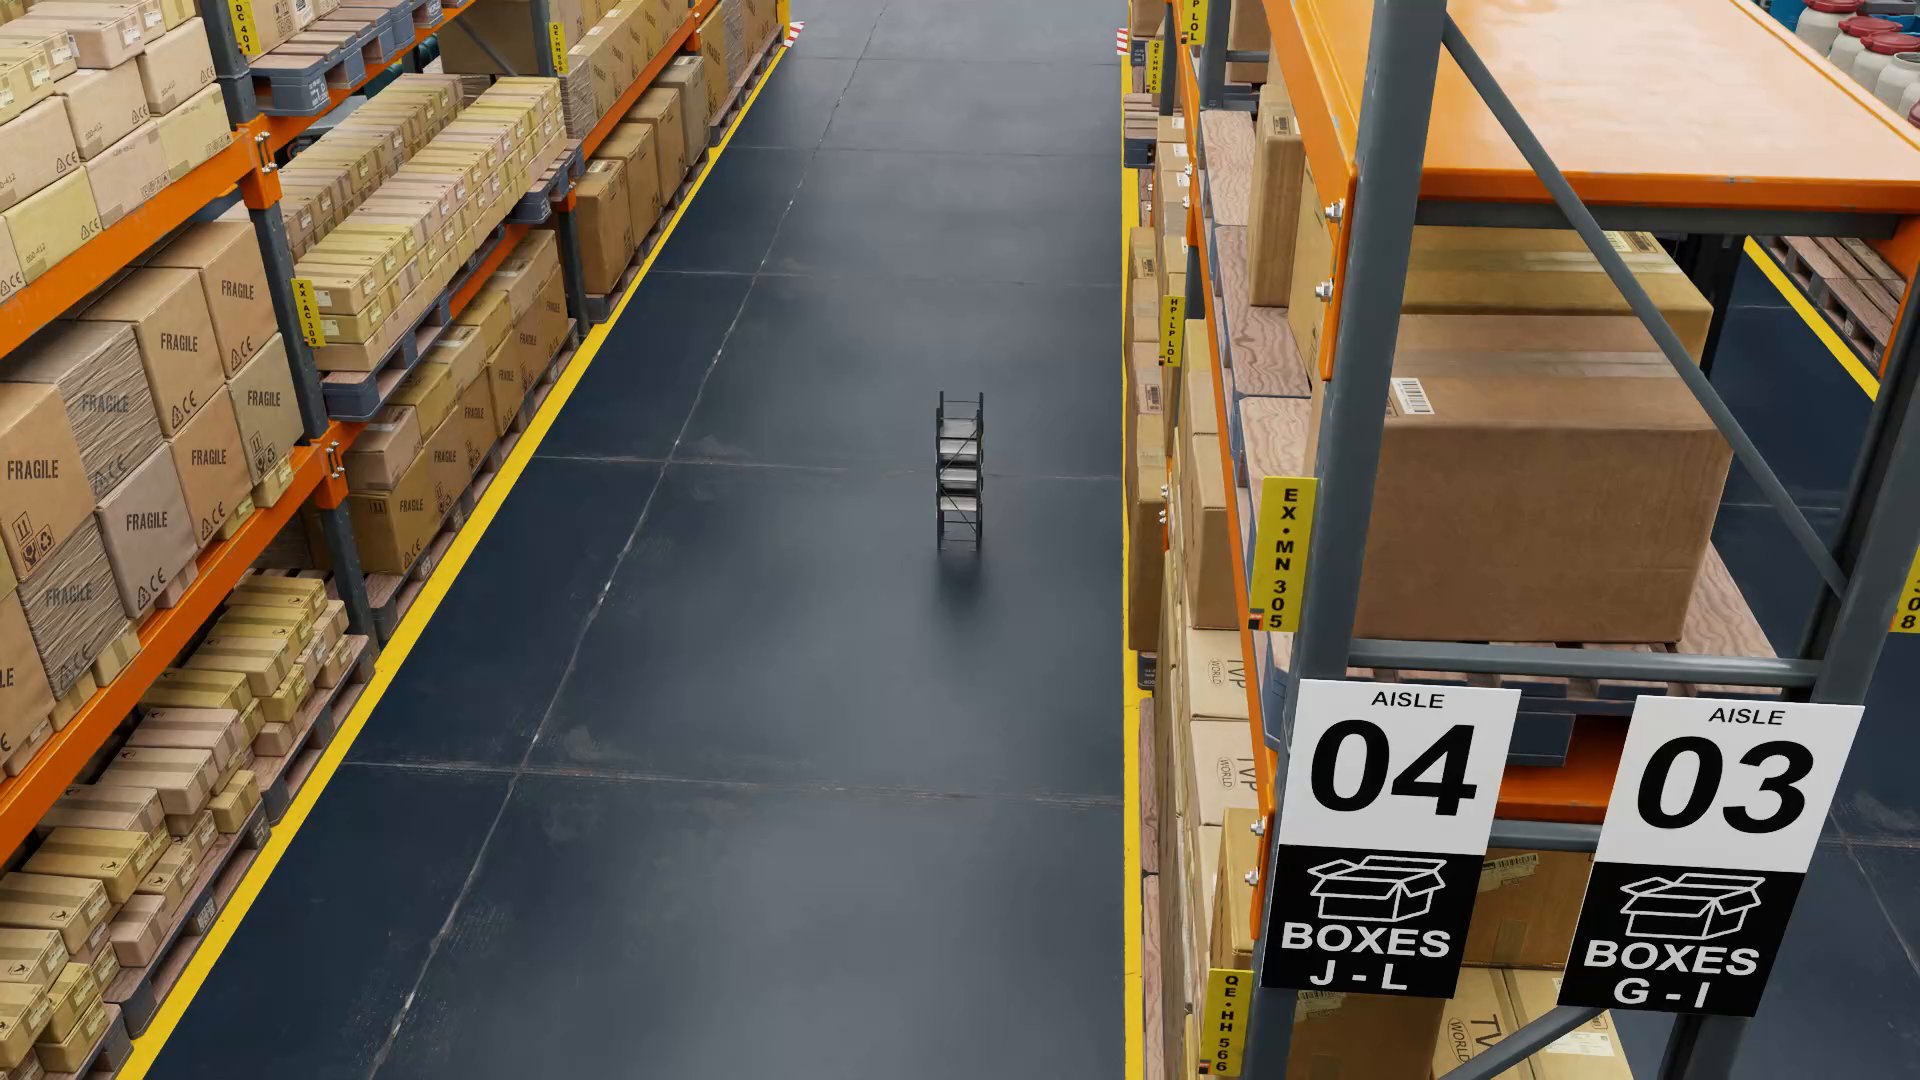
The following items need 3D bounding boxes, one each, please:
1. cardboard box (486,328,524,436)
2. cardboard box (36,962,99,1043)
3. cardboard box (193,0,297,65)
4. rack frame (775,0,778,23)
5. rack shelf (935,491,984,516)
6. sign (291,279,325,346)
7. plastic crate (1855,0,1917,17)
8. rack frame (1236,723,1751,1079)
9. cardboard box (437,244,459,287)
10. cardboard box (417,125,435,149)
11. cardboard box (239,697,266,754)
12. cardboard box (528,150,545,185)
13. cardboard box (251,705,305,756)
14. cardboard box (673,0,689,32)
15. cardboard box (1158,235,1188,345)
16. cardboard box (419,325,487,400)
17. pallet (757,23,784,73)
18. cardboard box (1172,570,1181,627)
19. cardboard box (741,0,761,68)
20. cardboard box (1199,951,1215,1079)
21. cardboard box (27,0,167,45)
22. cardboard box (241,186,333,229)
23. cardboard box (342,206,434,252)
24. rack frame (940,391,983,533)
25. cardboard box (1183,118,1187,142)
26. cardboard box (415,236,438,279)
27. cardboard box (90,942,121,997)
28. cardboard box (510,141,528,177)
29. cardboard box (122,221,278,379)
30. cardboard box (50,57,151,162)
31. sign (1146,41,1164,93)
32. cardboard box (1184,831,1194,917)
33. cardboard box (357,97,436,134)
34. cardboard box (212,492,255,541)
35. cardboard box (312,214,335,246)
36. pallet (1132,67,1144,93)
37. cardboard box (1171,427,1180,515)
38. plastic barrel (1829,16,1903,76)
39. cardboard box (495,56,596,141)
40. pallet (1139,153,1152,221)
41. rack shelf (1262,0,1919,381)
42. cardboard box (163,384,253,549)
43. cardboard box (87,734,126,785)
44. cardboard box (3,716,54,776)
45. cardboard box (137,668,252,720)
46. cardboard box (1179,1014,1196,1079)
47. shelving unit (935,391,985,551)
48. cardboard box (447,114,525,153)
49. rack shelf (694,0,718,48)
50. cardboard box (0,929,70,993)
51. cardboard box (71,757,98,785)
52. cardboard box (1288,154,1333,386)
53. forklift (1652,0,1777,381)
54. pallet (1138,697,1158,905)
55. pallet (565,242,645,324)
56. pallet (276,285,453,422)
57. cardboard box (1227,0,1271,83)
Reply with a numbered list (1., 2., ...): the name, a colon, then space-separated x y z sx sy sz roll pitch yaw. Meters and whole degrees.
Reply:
1. cardboard box: -3.028 -0.979 10.241 0.500 0.500 0.500 1 32 2
2. cardboard box: -3.376 1.659 6.013 0.380 0.149 0.250 3 32 6
3. cardboard box: -3.348 -2.368 7.159 0.700 0.500 0.500 3 32 4
4. rack frame: -2.511 -6.951 17.950 1.000 3.000 0.127 2 32 4
5. rack shelf: -0.001 -0.197 9.399 0.258 0.077 0.200 2 32 4
6. sign: -2.947 -1.026 7.510 0.100 0.325 0.005 2 32 4
7. plastic crate: 7.301 -4.144 13.335 0.402 0.464 0.583 2 32 4
8. rack frame: 1.122 1.680 3.945 1.000 3.000 0.127 2 32 4
9. cardboard box: -2.915 -1.474 8.903 0.380 0.149 0.250 1 32 2
10. cardboard box: -3.440 -2.440 10.187 0.380 0.149 0.250 2 32 2
11. cardboard box: -3.329 0.820 7.374 0.380 0.149 0.250 3 32 4
12. cardboard box: -2.787 -2.298 10.239 0.380 0.149 0.250 3 32 5
13. cardboard box: -3.242 0.852 7.606 0.380 0.149 0.250 1 32 2
14. cardboard box: -2.613 -4.618 14.069 0.500 0.500 0.500 2 32 4
15. cardboard box: 1.296 -1.242 8.592 0.500 0.500 0.500 2 32 3
16. cardboard box: -3.078 -1.030 9.610 0.500 0.250 0.500 4 32 6
17. pallet: -2.498 -5.342 17.998 1.003 0.211 1.213 2 32 4
18. cardboard box: 1.030 0.249 6.507 0.380 0.149 0.250 2 32 3
19. cardboard box: -2.570 -5.408 17.071 0.875 0.875 0.875 2 32 3
20. cardboard box: 0.897 1.353 4.336 0.500 0.250 0.500 2 32 3
21. cardboard box: -3.253 -1.958 6.275 0.380 0.149 0.250 3 32 5
22. cardboard box: -3.561 -1.761 8.800 0.380 0.149 0.250 1 32 2
23. cardboard box: -2.935 -1.598 8.536 0.380 0.149 0.250 2 32 3
24. rack frame: 0.008 -0.432 9.374 0.240 0.900 0.006 2 32 4
25. cardboard box: 1.641 -2.250 9.271 0.797 0.503 0.637 3 32 5
26. cardboard box: -2.937 -1.468 8.608 0.380 0.149 0.250 1 32 2
27. cardboard box: -3.443 1.653 6.306 0.380 0.149 0.250 3 32 4
28. cardboard box: -2.808 -2.280 9.927 0.380 0.149 0.250 3 32 4
29. cardboard box: -3.257 -1.014 6.984 0.500 0.500 0.500 1 32 2
30. cardboard box: -3.326 -1.578 6.040 0.500 0.250 0.500 1 32 2
31. sign: 1.231 -2.981 10.479 0.100 0.325 0.005 2 32 4
32. cardboard box: 0.904 1.053 5.202 0.380 0.149 0.250 2 32 3
33. cardboard box: -3.437 -2.591 10.147 0.380 0.149 0.250 2 32 4
34. cardboard box: -3.272 -0.133 7.127 0.380 0.149 0.250 4 32 6
35. cardboard box: -3.569 -1.638 8.884 0.380 0.149 0.250 1 32 1
36. pallet: 2.215 -4.400 16.469 1.003 0.211 1.213 2 32 4
37. cardboard box: 1.148 -0.240 6.920 0.500 0.250 0.500 2 32 3
38. plastic barrel: 6.679 -3.566 12.329 0.433 0.535 0.433 0 32 0
39. cardboard box: -2.857 -3.034 11.498 0.500 0.500 0.500 3 32 5
40. pallet: 2.037 -3.000 14.198 1.003 0.211 1.213 2 32 4
41. rack shelf: 1.284 -1.443 4.362 1.077 0.370 4.000 2 32 4
42. cardboard box: -3.289 -0.309 6.794 0.500 0.500 0.500 2 32 3
43. cardboard box: -3.822 0.957 7.152 0.380 0.149 0.250 4 32 6
44. cardboard box: -3.427 0.684 5.801 0.380 0.149 0.250 2 32 3
45. cardboard box: -3.351 0.701 7.284 0.380 0.149 0.250 3 32 6
46. cardboard box: 1.094 2.068 4.941 0.875 0.875 0.875 2 32 4
47. shelving unit: -0.001 -0.379 9.287 0.258 0.900 0.210 2 32 4
48. cardboard box: -2.807 -2.409 9.852 0.380 0.149 0.250 3 32 5
49. rack shelf: -2.674 -5.599 16.442 1.077 0.370 4.000 2 32 4
50. cardboard box: -3.444 1.529 5.940 0.380 0.149 0.250 1 32 2
51. cardboard box: -3.816 0.966 6.854 0.380 0.149 0.250 1 32 2
52. cardboard box: 1.270 -0.696 4.351 0.700 0.500 0.500 0 32 1
53. forklift: 3.880 -1.710 9.511 1.130 2.935 3.031 14 34 22
54. pallet: 1.307 1.170 7.431 1.003 0.211 1.213 2 32 4
55. pallet: -3.023 -1.990 12.558 1.003 0.211 1.213 2 32 4
56. pallet: -3.281 -0.988 8.457 1.003 0.211 1.213 2 32 4
57. cardboard box: 1.485 -2.214 6.908 0.700 0.500 0.500 3 32 5
